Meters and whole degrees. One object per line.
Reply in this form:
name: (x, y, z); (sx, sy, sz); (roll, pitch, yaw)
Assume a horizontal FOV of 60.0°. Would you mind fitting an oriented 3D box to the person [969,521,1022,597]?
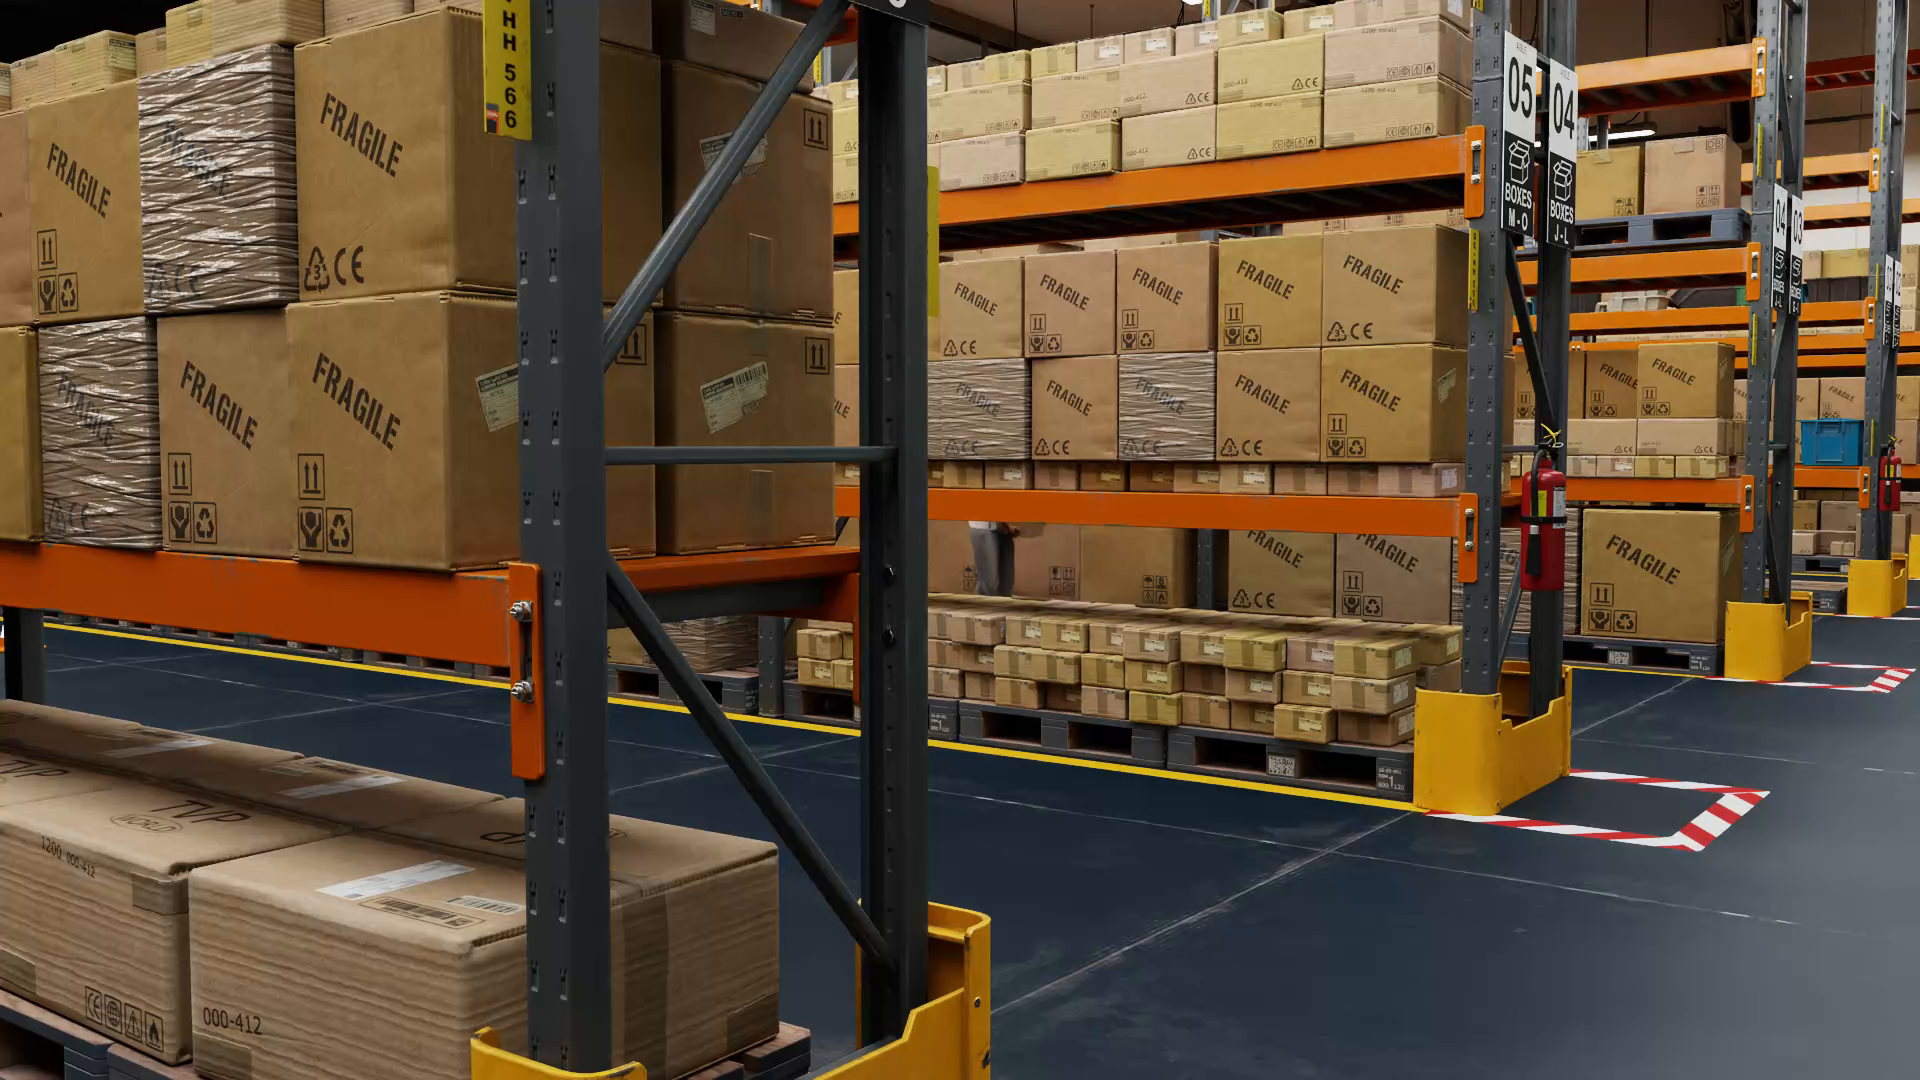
person: (0.339, -0.056, 12.952); (0.523, 1.691, 0.423); (2, 4, 35)
